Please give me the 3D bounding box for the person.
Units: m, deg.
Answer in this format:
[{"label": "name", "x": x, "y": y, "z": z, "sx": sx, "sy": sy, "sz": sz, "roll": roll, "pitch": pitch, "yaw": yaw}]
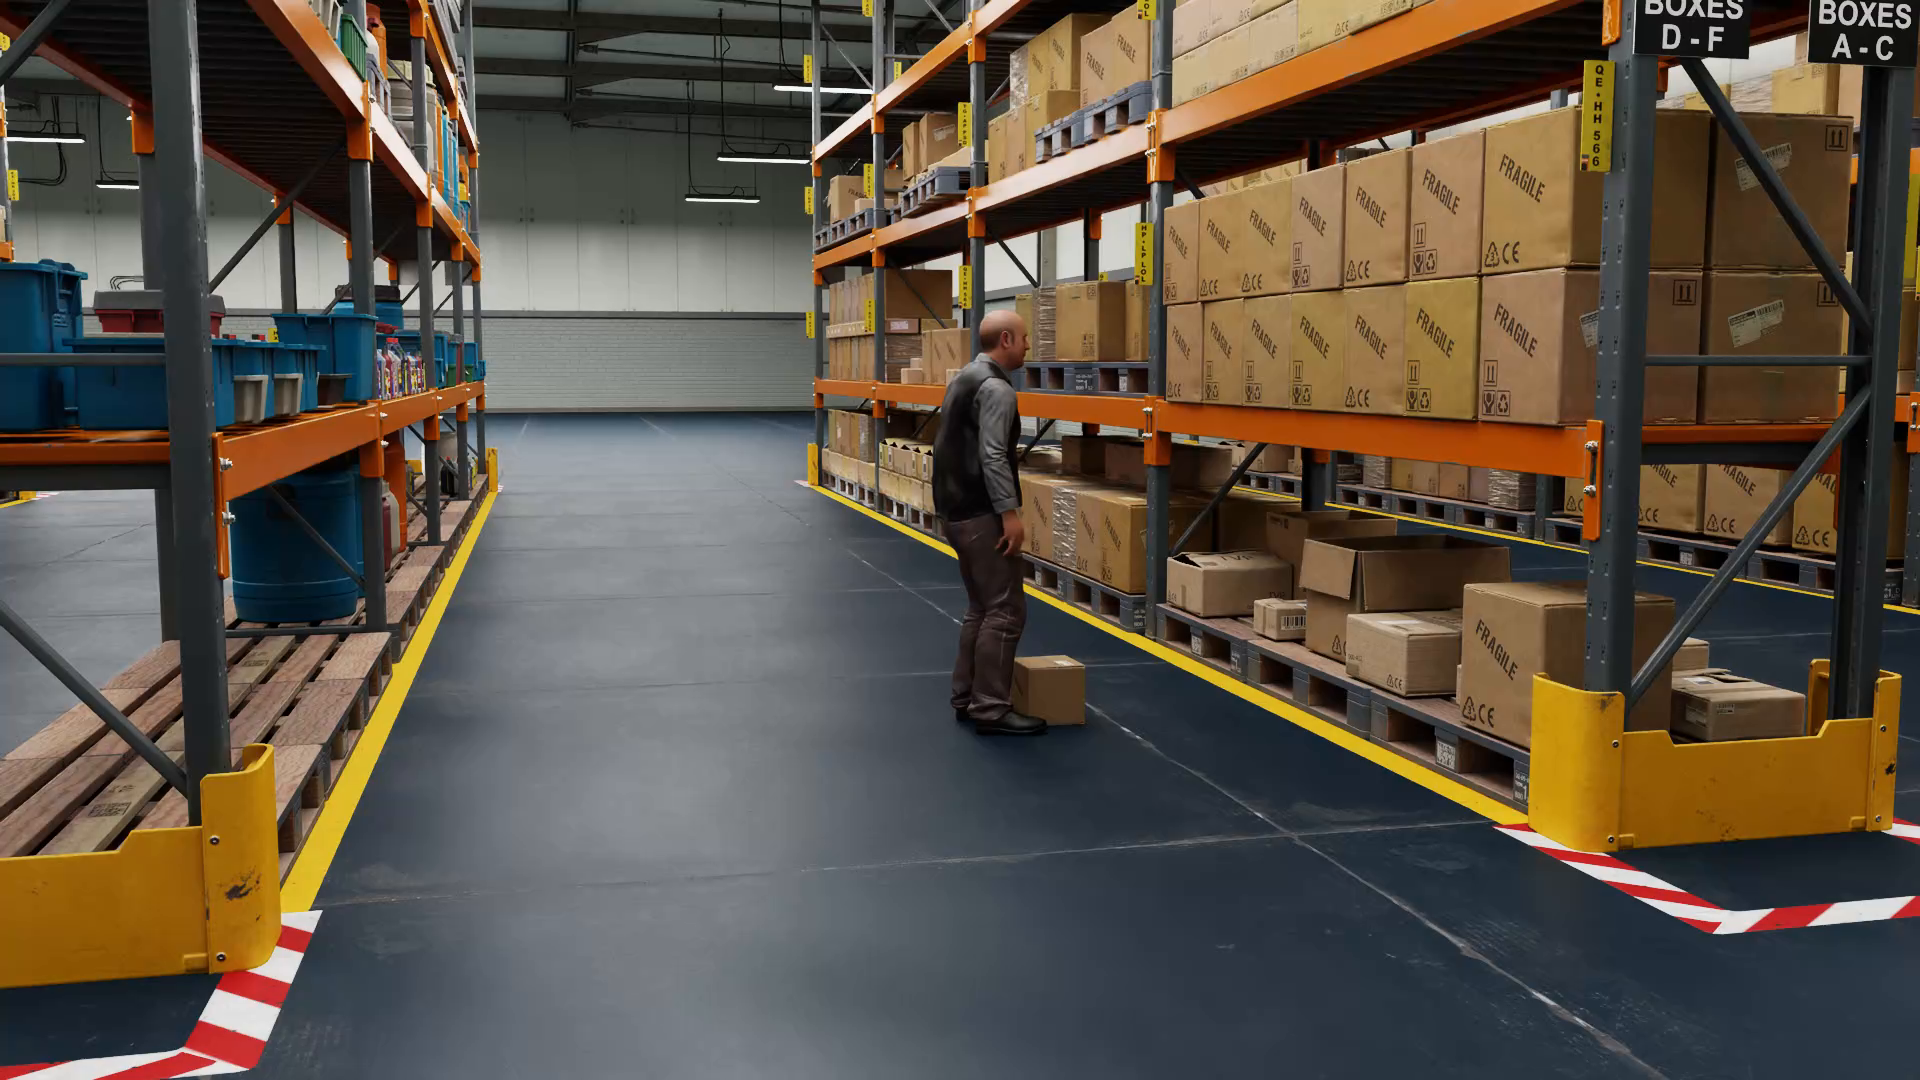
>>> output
[{"label": "person", "x": 0.101, "y": -0.086, "z": 6.864, "sx": 0.421, "sy": 1.721, "sz": 0.580, "roll": -1, "pitch": 6, "yaw": -13}]
